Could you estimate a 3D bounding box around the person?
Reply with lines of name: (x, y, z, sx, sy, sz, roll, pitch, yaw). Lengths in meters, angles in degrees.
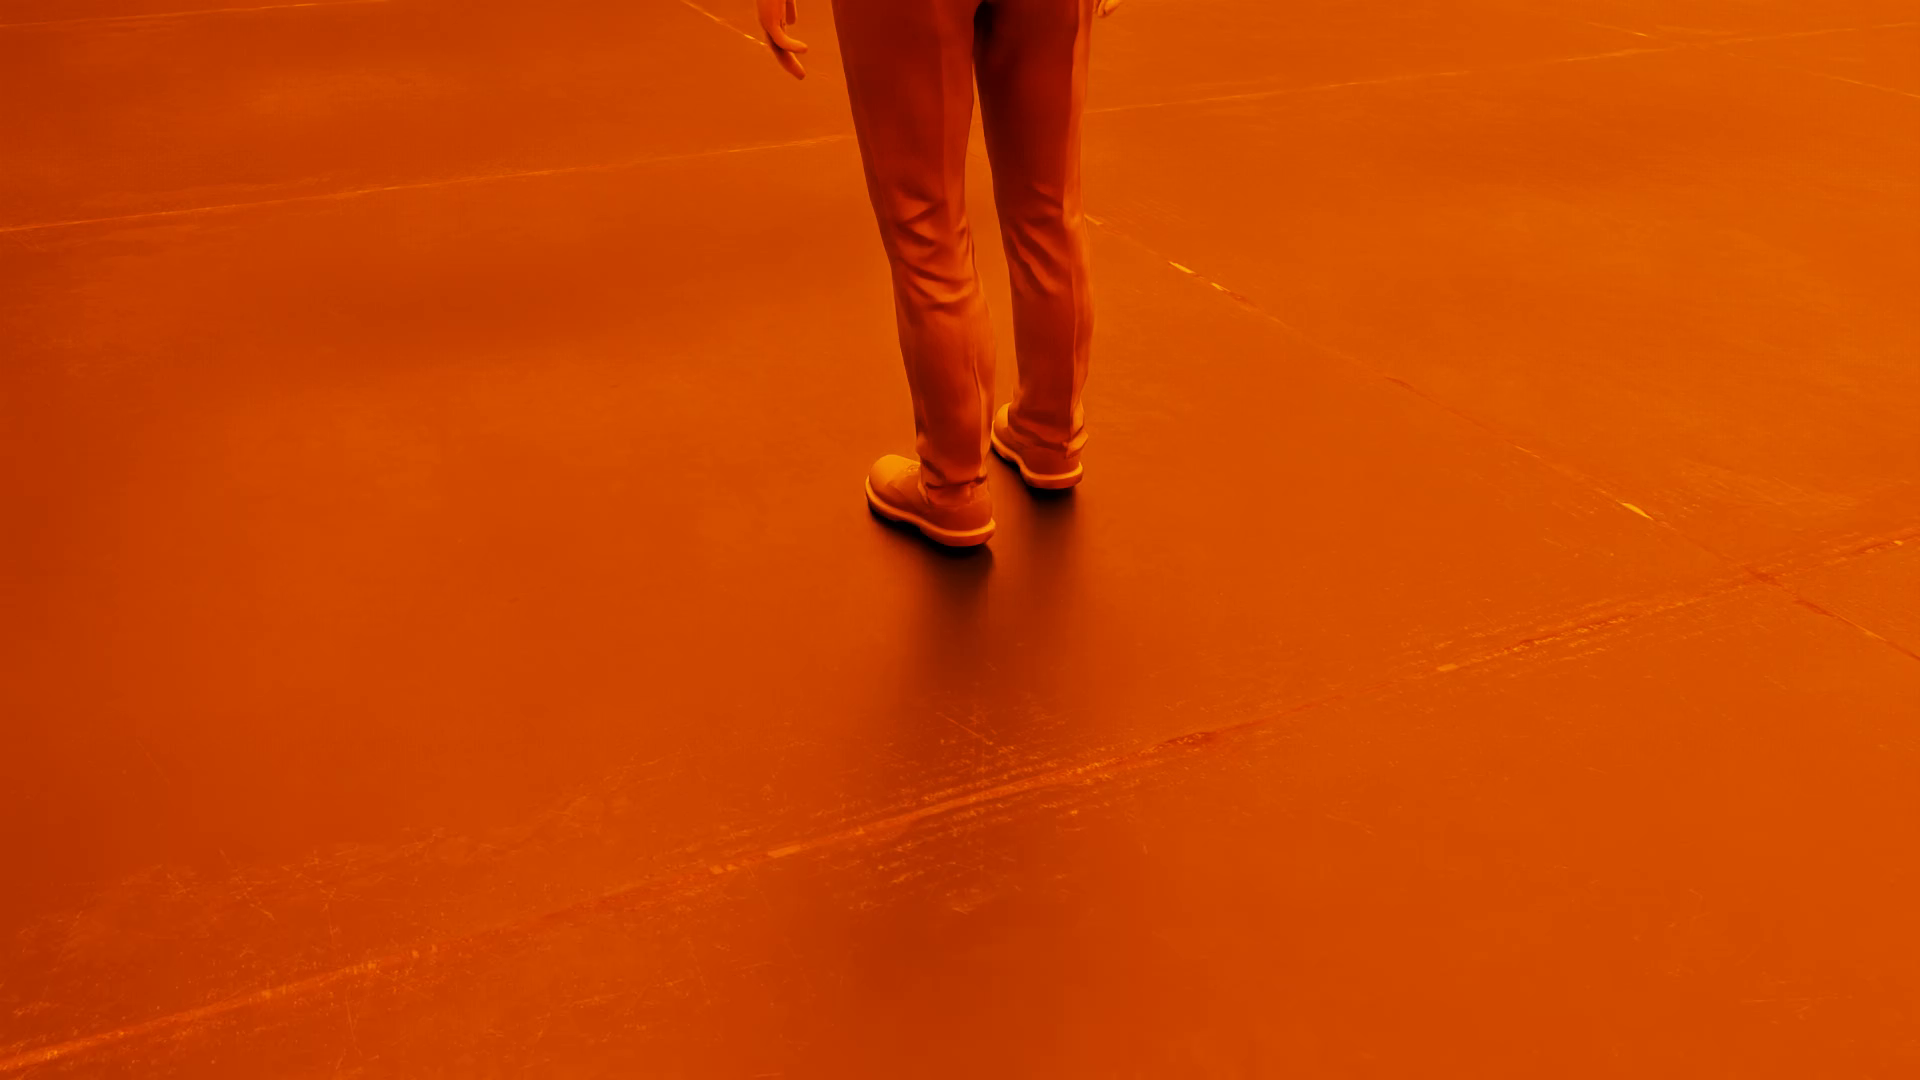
person: (-0.022, -0.790, 2.168, 0.586, 1.694, 0.530, -12, 29, -22)
